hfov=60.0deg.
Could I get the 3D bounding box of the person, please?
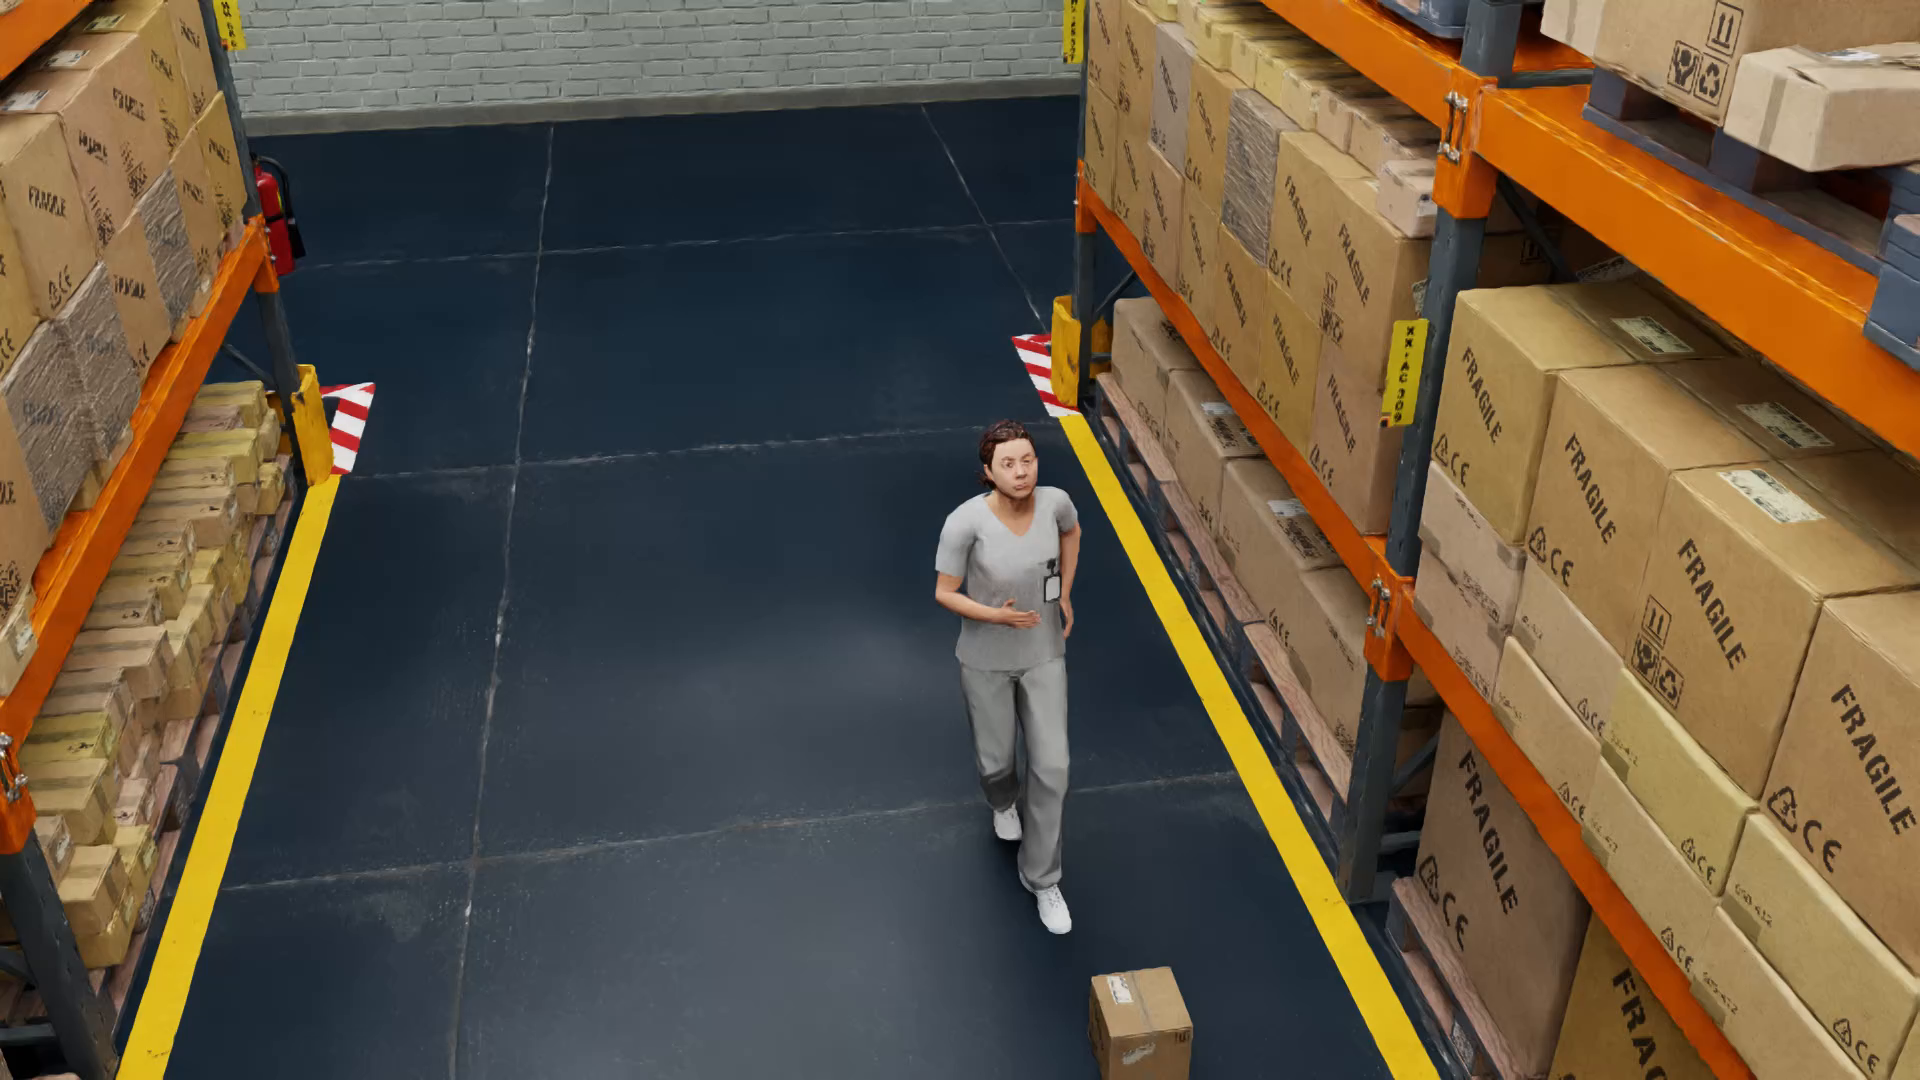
[{"bbox_3d":[0.192,0.433,5.434,0.533,1.655,0.755,-4,31,-7],"label":"person"}]
